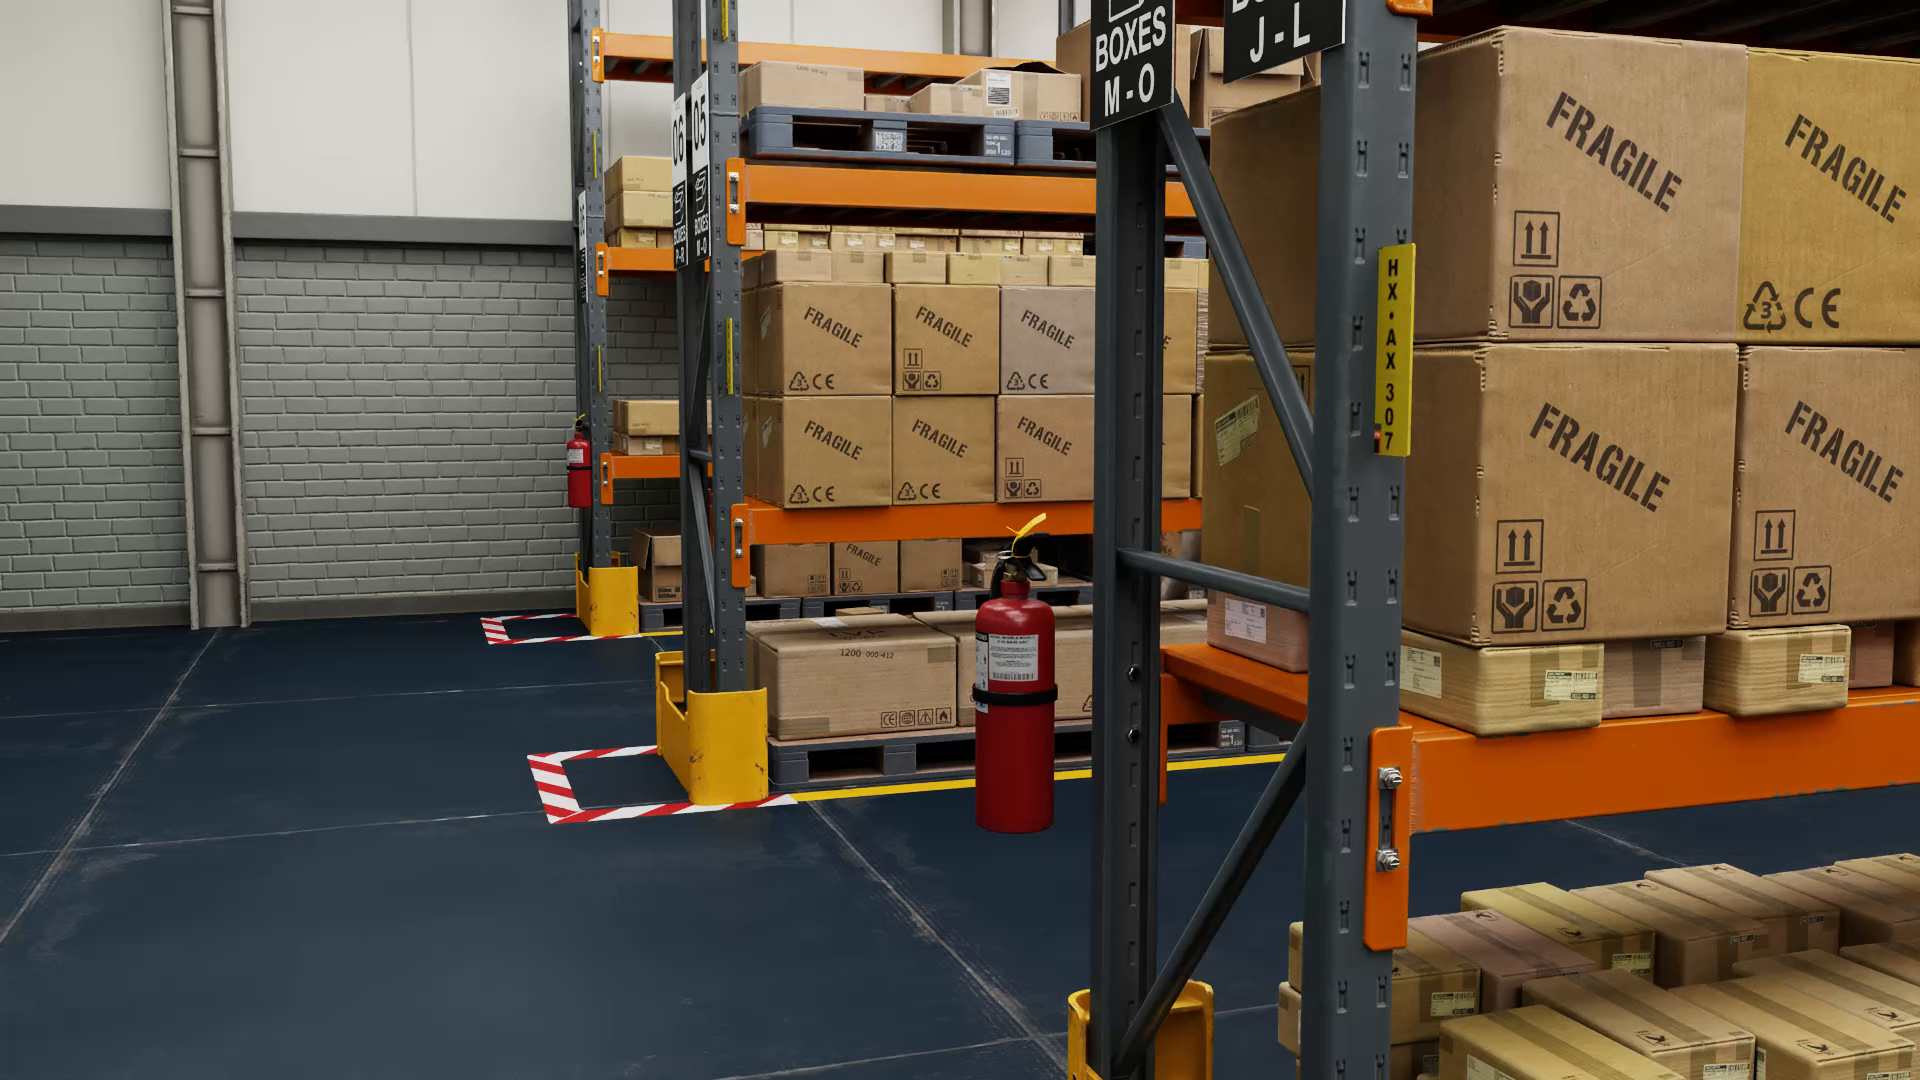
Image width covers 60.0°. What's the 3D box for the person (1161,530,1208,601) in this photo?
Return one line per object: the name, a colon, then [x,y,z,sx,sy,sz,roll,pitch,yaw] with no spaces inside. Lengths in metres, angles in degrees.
person: [1.780,-0.171,12.172,1.056,1.671,0.569,-2,6,-17]
